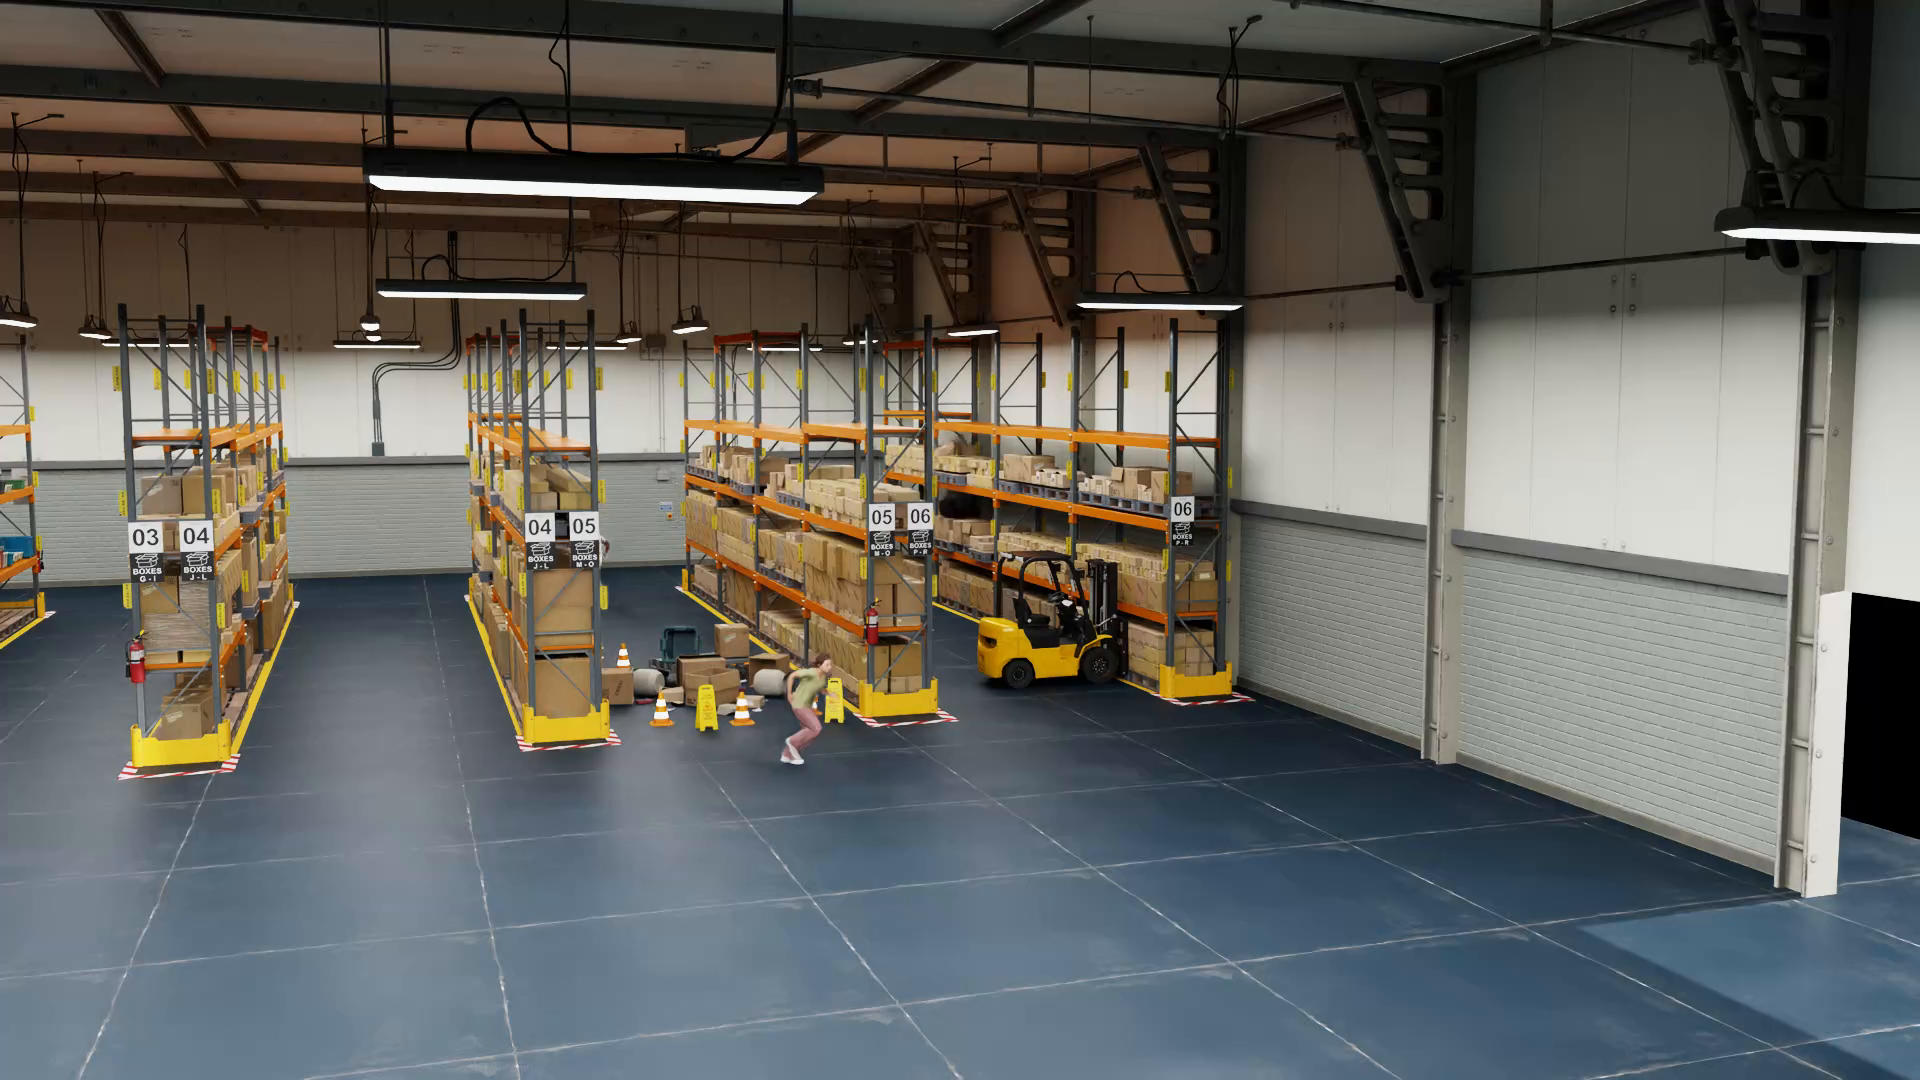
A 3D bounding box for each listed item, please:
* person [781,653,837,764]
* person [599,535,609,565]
[{"bbox_3d":[-1.994,2.208,21.658,0.812,1.500,0.606,3,6,25],"label":"person"},{"bbox_3d":[-8.305,0.564,37.690,0.679,1.791,1.038,-4,7,-36],"label":"person"}]
